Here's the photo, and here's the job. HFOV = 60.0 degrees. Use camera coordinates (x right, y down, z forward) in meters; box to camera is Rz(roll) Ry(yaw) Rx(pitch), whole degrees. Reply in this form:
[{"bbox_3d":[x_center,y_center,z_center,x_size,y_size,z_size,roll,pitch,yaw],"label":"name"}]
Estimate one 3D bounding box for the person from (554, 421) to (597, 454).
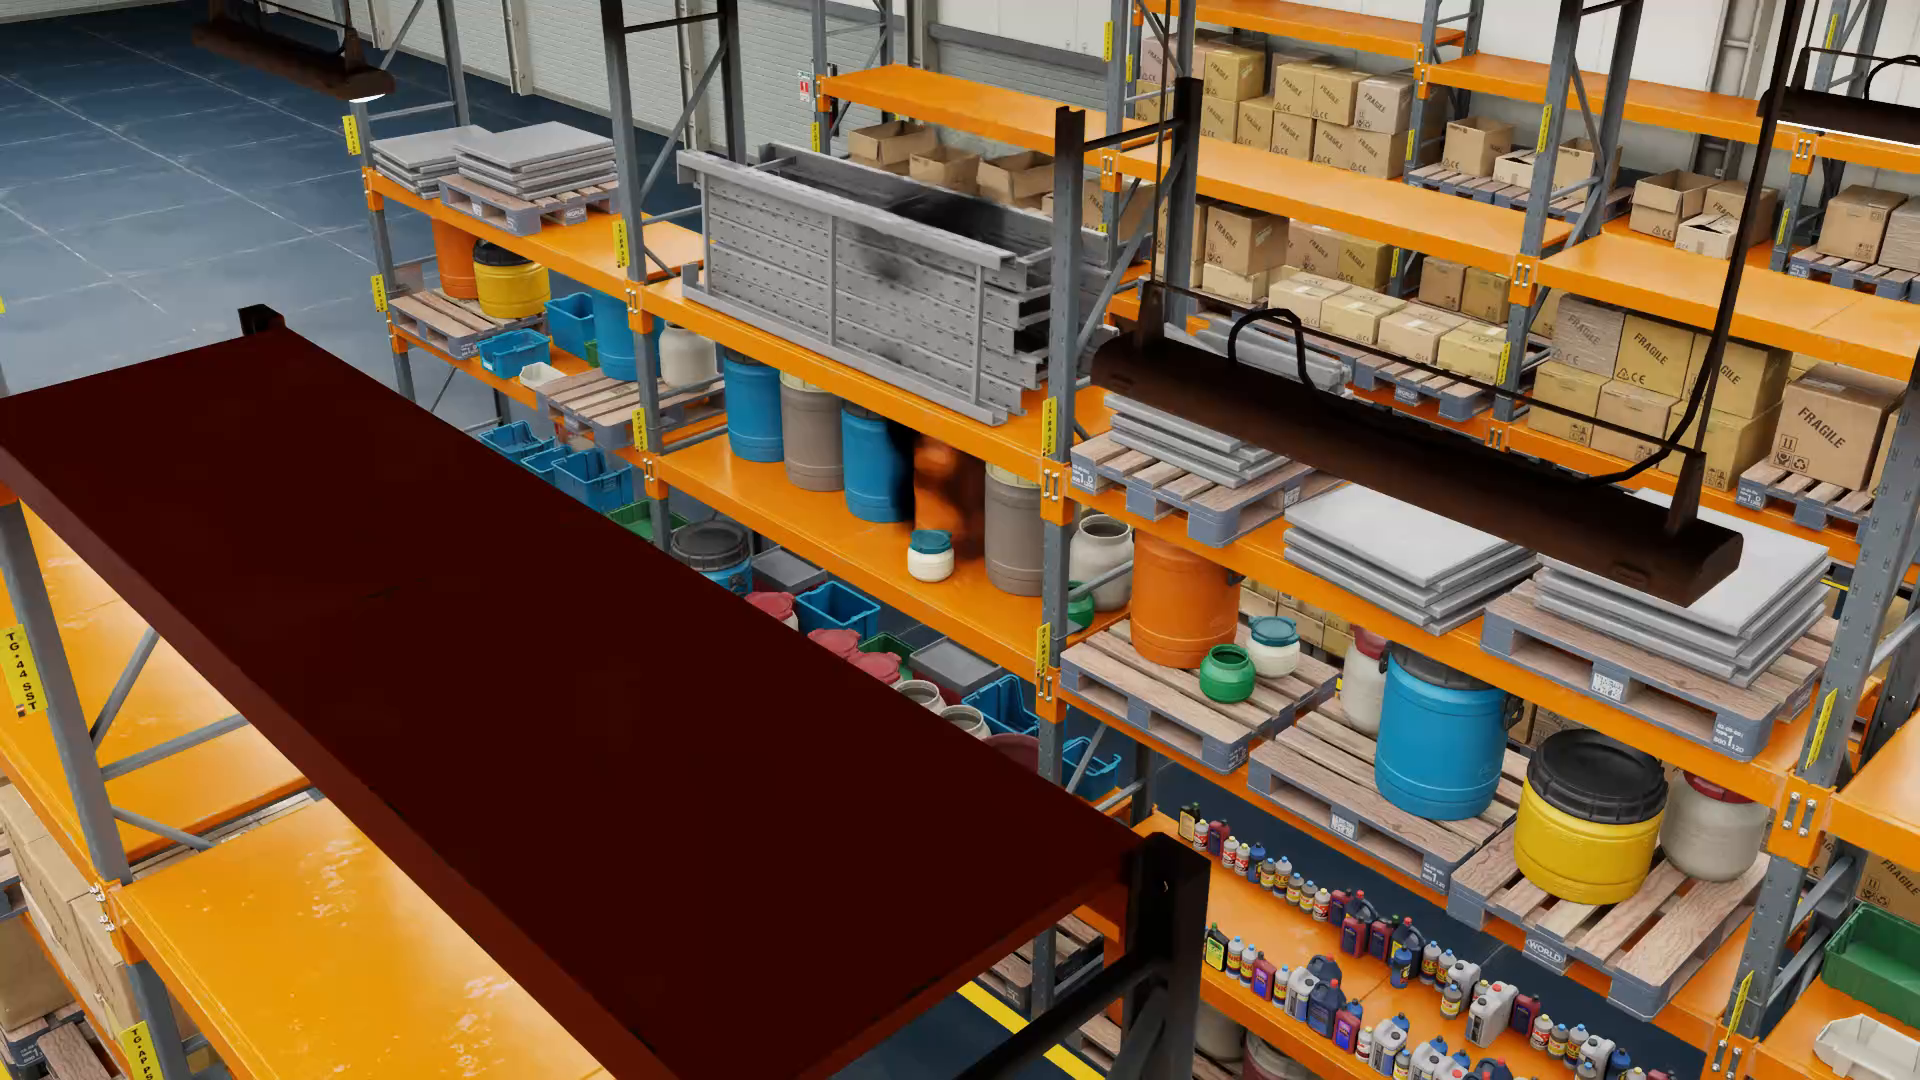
[{"bbox_3d":[-3.849,-0.932,16.810,0.927,1.761,0.689,20,34,33],"label":"person"}]
